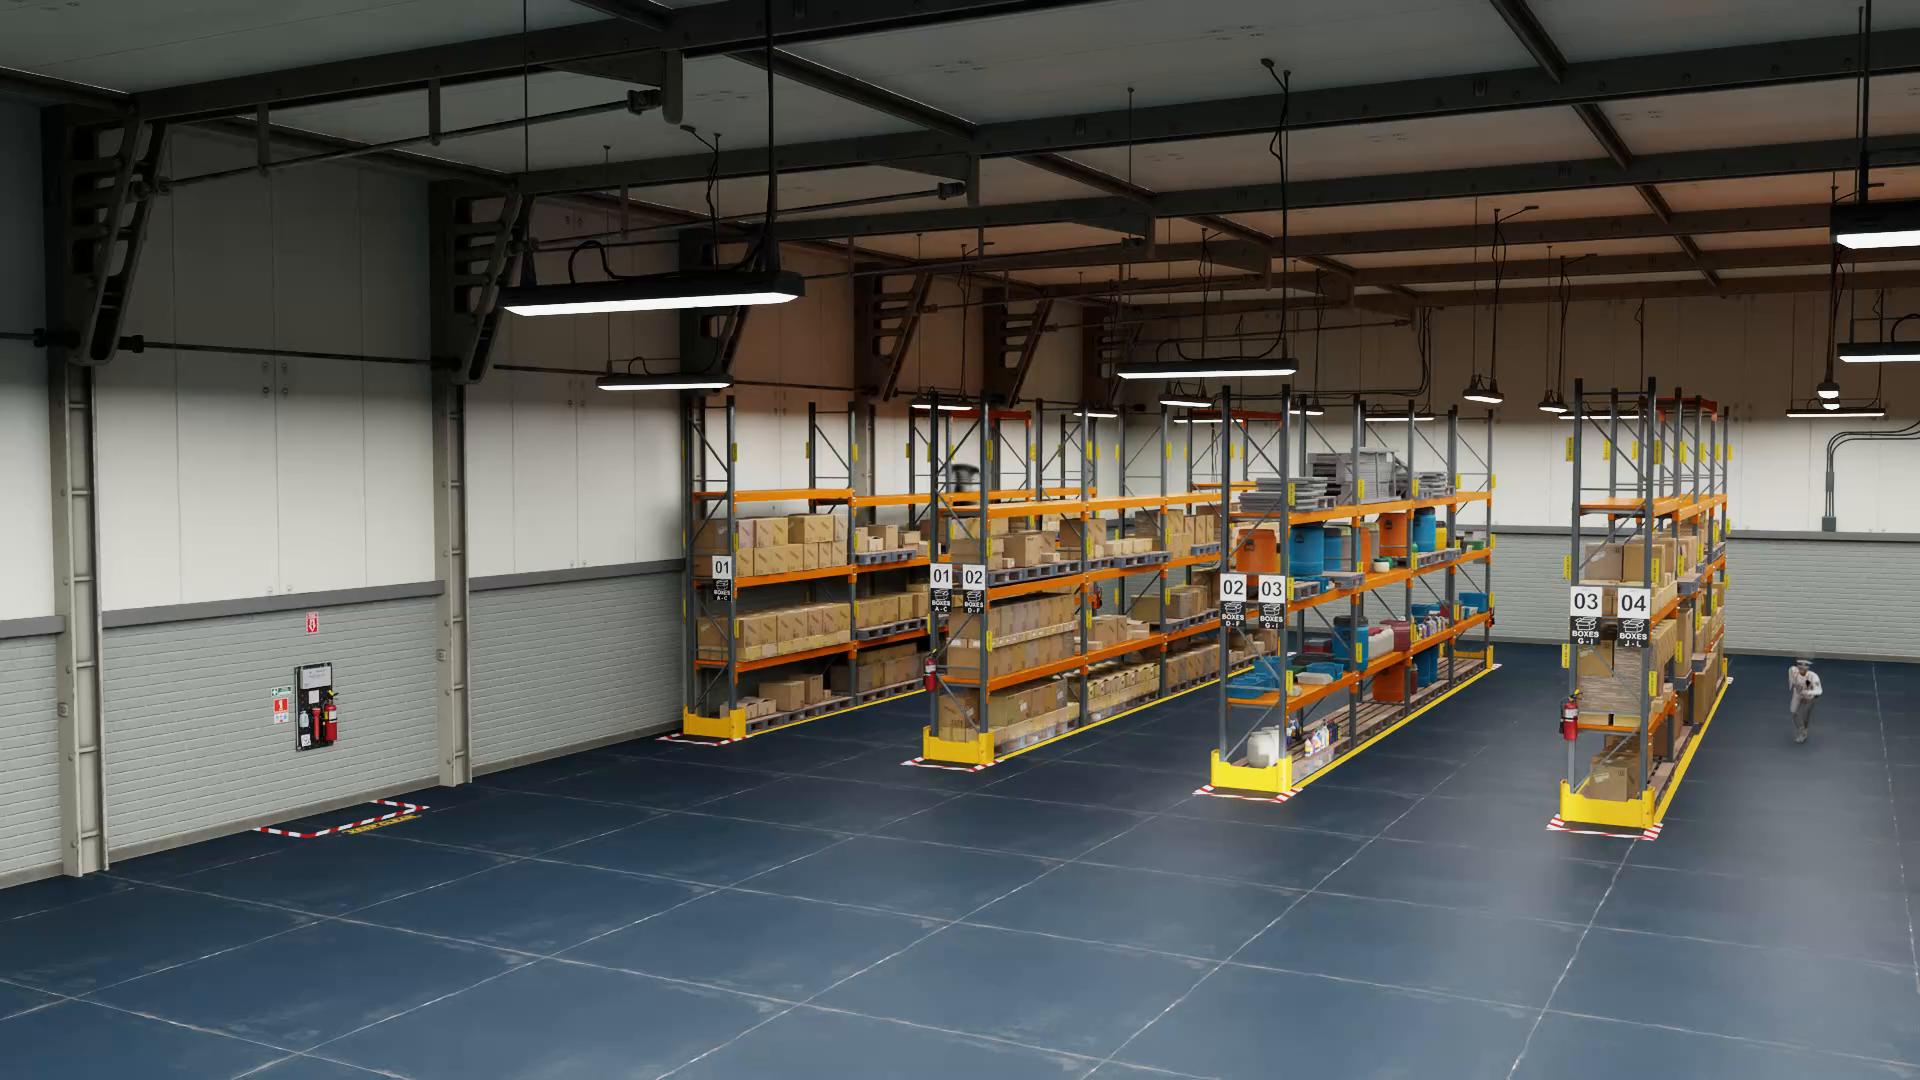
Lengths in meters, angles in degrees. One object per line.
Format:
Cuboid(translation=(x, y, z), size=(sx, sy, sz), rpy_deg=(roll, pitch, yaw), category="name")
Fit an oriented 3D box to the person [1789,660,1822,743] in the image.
Cuboid(translation=(14.690, 2.774, 28.881), size=(0.593, 1.461, 1.076), rpy_deg=(2, 4, 37), category="person")
